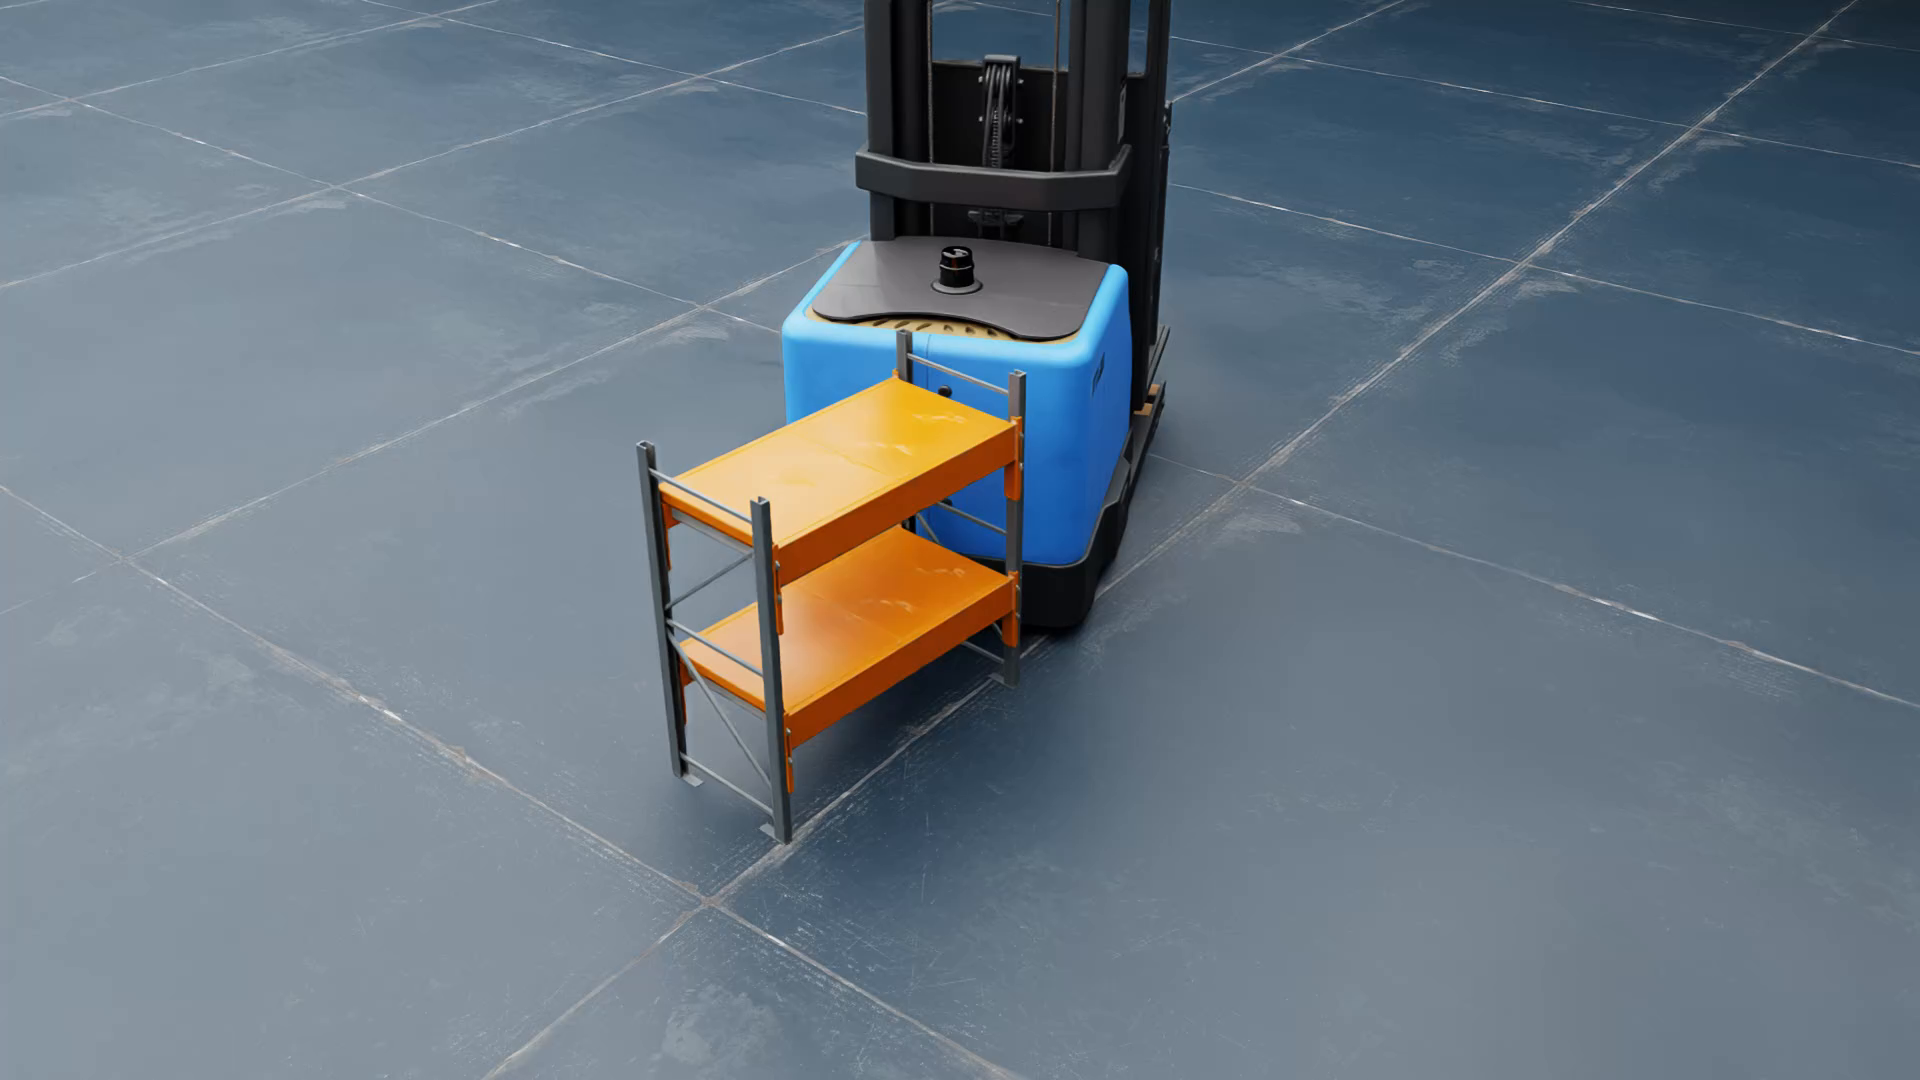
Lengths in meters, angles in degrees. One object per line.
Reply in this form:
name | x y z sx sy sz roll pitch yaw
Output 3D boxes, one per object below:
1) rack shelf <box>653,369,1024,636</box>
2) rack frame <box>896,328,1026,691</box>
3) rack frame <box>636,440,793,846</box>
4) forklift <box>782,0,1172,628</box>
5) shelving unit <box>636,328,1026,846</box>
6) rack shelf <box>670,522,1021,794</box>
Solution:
rack shelf | -0.340 -0.141 4.811 0.538 0.278 1.000 24 38 35
rack frame | -0.002 -0.083 5.287 0.500 1.125 0.032 24 38 35
rack frame | -0.678 0.304 4.634 0.500 1.125 0.032 24 38 35
forklift | 0.257 -1.704 6.250 1.130 2.935 3.031 7 31 12
shelving unit | -0.340 0.111 4.960 0.538 1.125 1.048 24 38 35
rack shelf | -0.340 0.321 5.085 0.538 0.278 1.000 24 38 35
